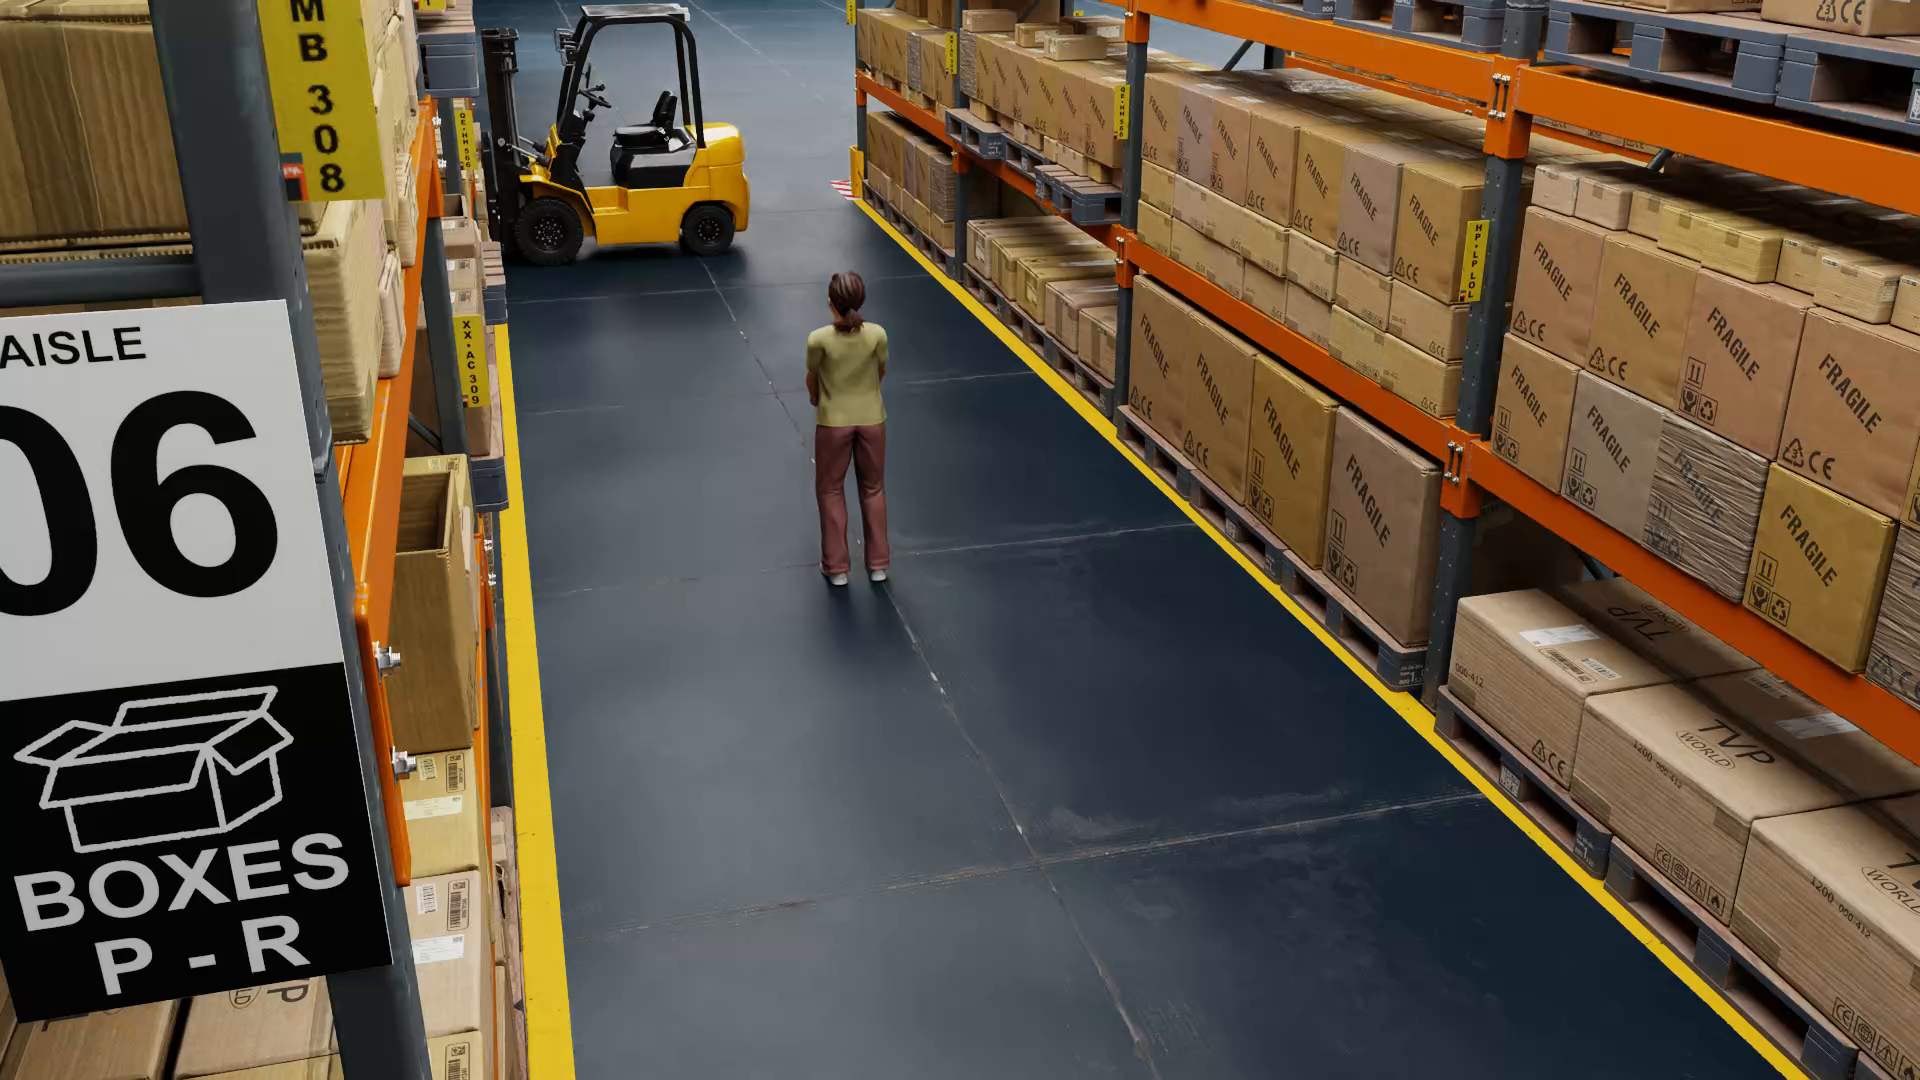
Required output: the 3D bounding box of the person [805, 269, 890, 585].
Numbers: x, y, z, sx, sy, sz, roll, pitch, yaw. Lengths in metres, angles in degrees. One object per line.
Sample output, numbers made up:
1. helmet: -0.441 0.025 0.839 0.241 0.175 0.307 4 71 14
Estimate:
1. person: -0.579 -0.596 8.515 0.424 1.662 0.561 -6 24 -14
